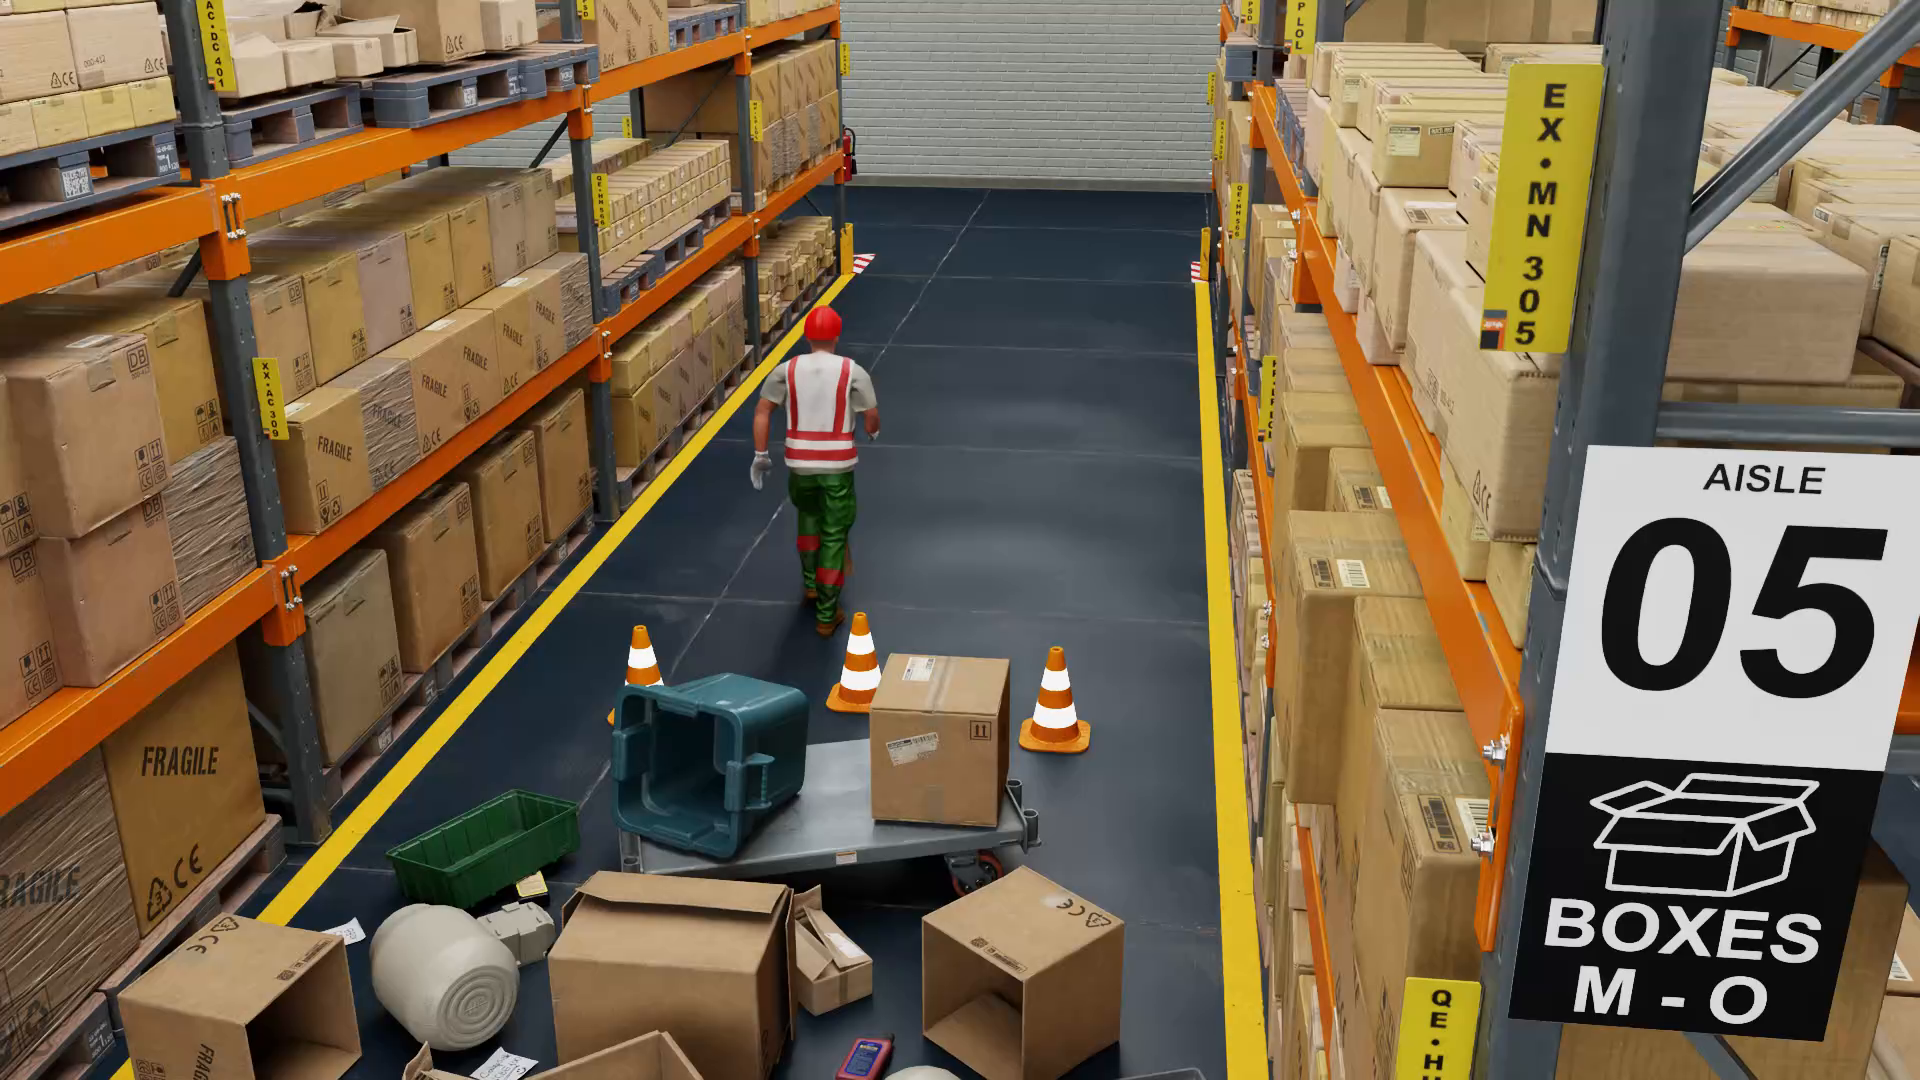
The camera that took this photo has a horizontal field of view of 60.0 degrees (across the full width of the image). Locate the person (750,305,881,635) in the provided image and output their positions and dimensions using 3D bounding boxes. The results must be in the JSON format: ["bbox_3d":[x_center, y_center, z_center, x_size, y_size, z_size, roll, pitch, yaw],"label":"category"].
[{"bbox_3d":[-0.774,-0.424,9.206,0.692,1.746,0.735,4,21,10],"label":"person"}]
